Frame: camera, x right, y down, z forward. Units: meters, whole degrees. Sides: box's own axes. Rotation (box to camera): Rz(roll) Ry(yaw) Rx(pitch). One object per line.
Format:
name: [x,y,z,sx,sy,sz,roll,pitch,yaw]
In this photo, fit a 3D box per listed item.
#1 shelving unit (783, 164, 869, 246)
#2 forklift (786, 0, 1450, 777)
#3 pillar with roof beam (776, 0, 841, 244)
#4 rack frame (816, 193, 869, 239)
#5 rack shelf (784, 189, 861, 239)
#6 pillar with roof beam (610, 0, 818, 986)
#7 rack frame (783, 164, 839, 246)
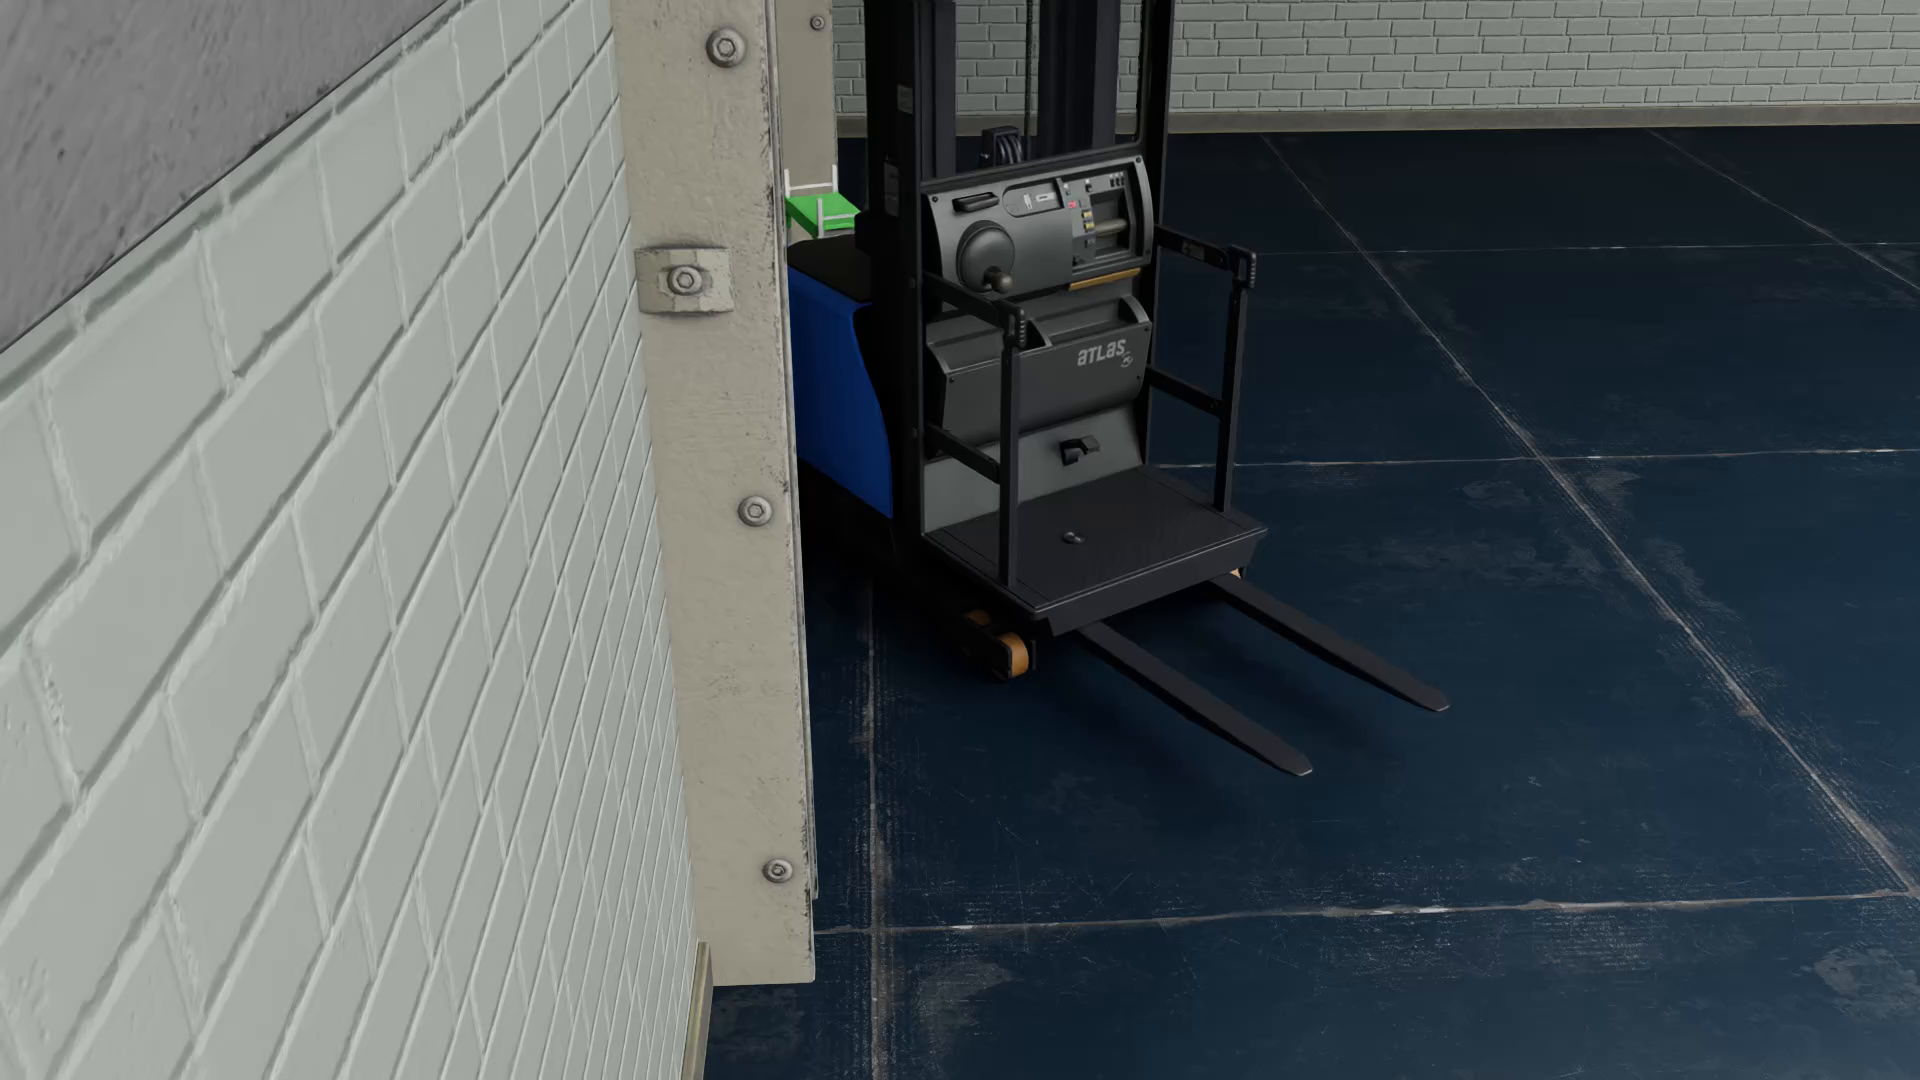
shelving unit: [-0.568,-0.996,7.363,0.258,1.200,0.503,-10,29,-19]
forklift: [0.415,-1.064,5.621,1.130,2.935,3.031,-18,32,-30]
pillar with roof beam: [3.430,-5.764,8.071,9.100,9.000,0.400,-1,28,-3]
rack frame: [-0.478,-0.892,7.162,0.240,1.200,0.015,-10,29,-19]
rack shelf: [-0.568,-1.365,7.171,0.258,0.148,0.480,-10,29,-19]
pillar with roof beam: [3.744,-2.993,2.758,9.100,9.000,0.400,-1,28,-3]
rack frame: [-0.658,-1.101,7.564,0.240,1.200,0.015,-10,29,-19]
